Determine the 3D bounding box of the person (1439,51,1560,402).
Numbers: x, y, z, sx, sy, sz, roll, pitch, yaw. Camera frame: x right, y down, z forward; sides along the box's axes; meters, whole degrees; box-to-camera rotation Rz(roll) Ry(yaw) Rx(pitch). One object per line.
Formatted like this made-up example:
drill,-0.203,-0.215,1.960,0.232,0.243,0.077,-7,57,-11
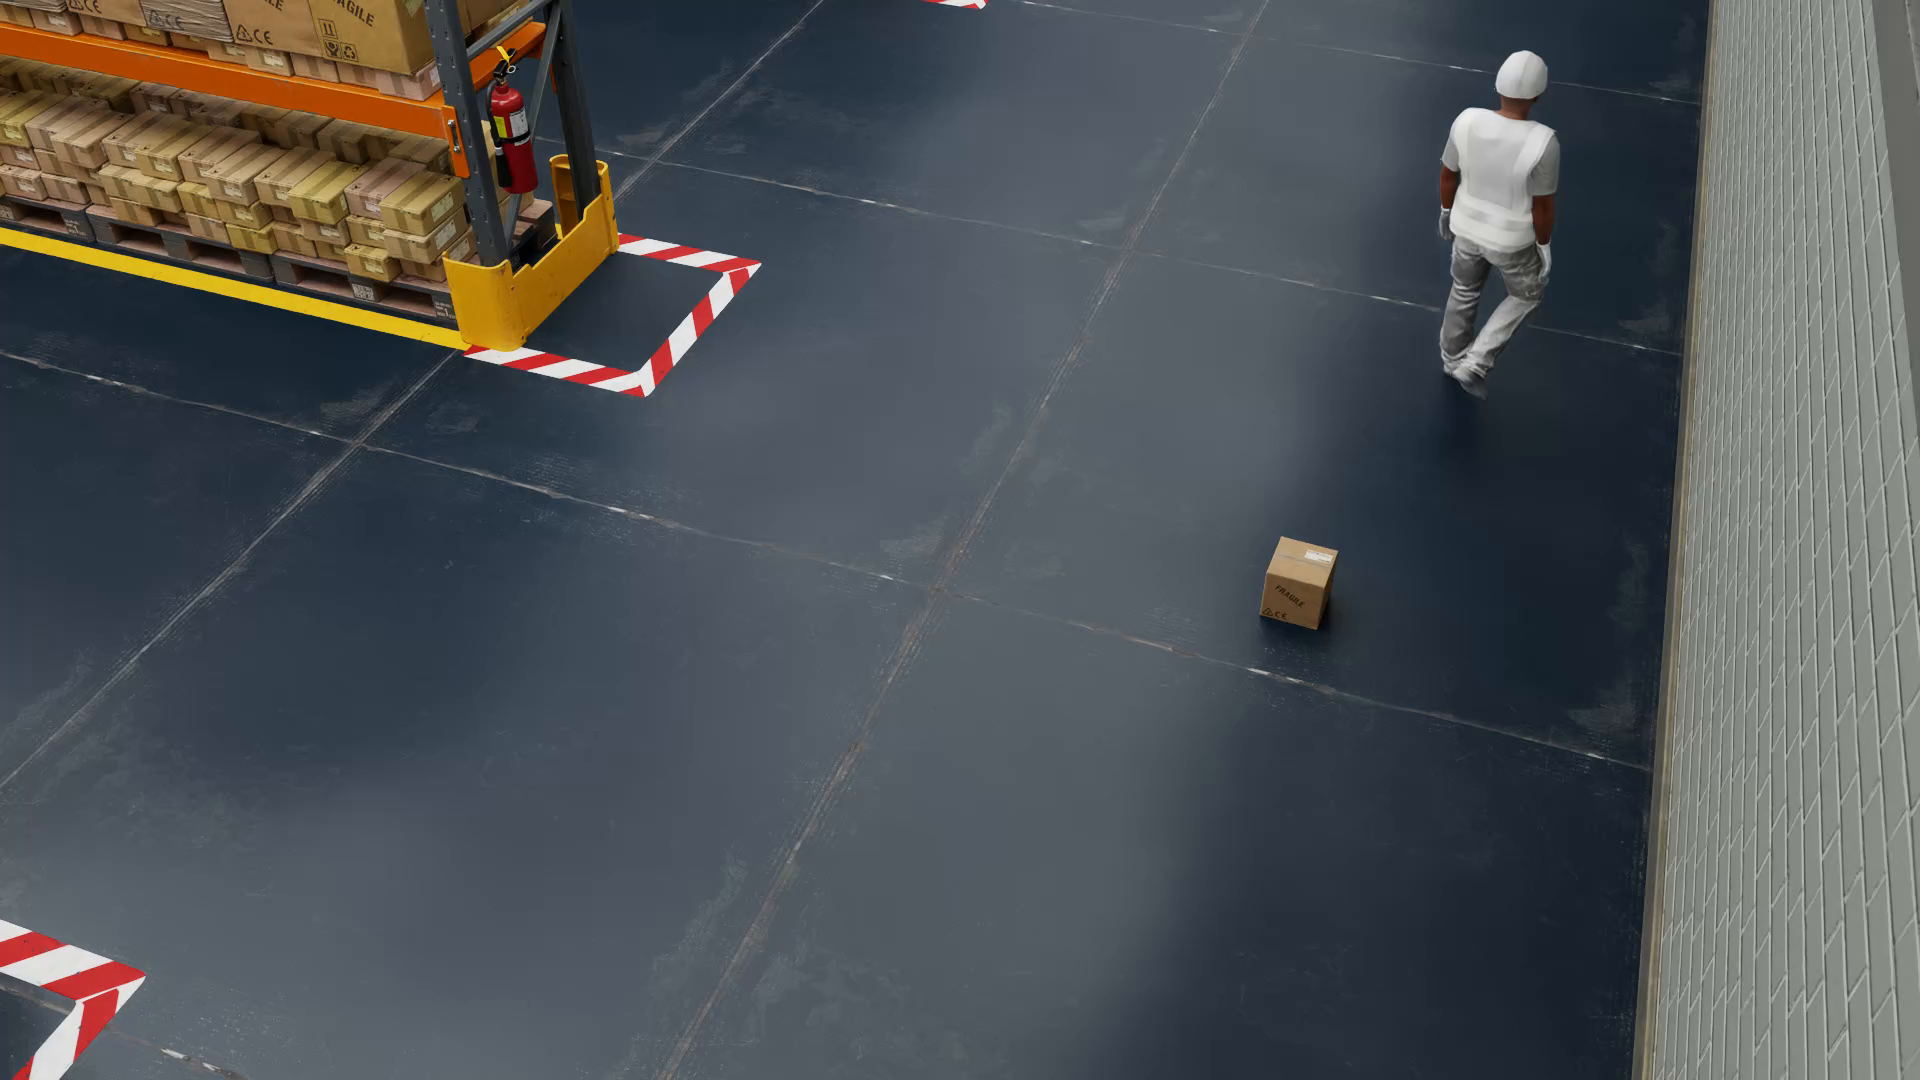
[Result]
person,2.521,-1.462,7.779,0.600,1.781,0.634,32,50,31
